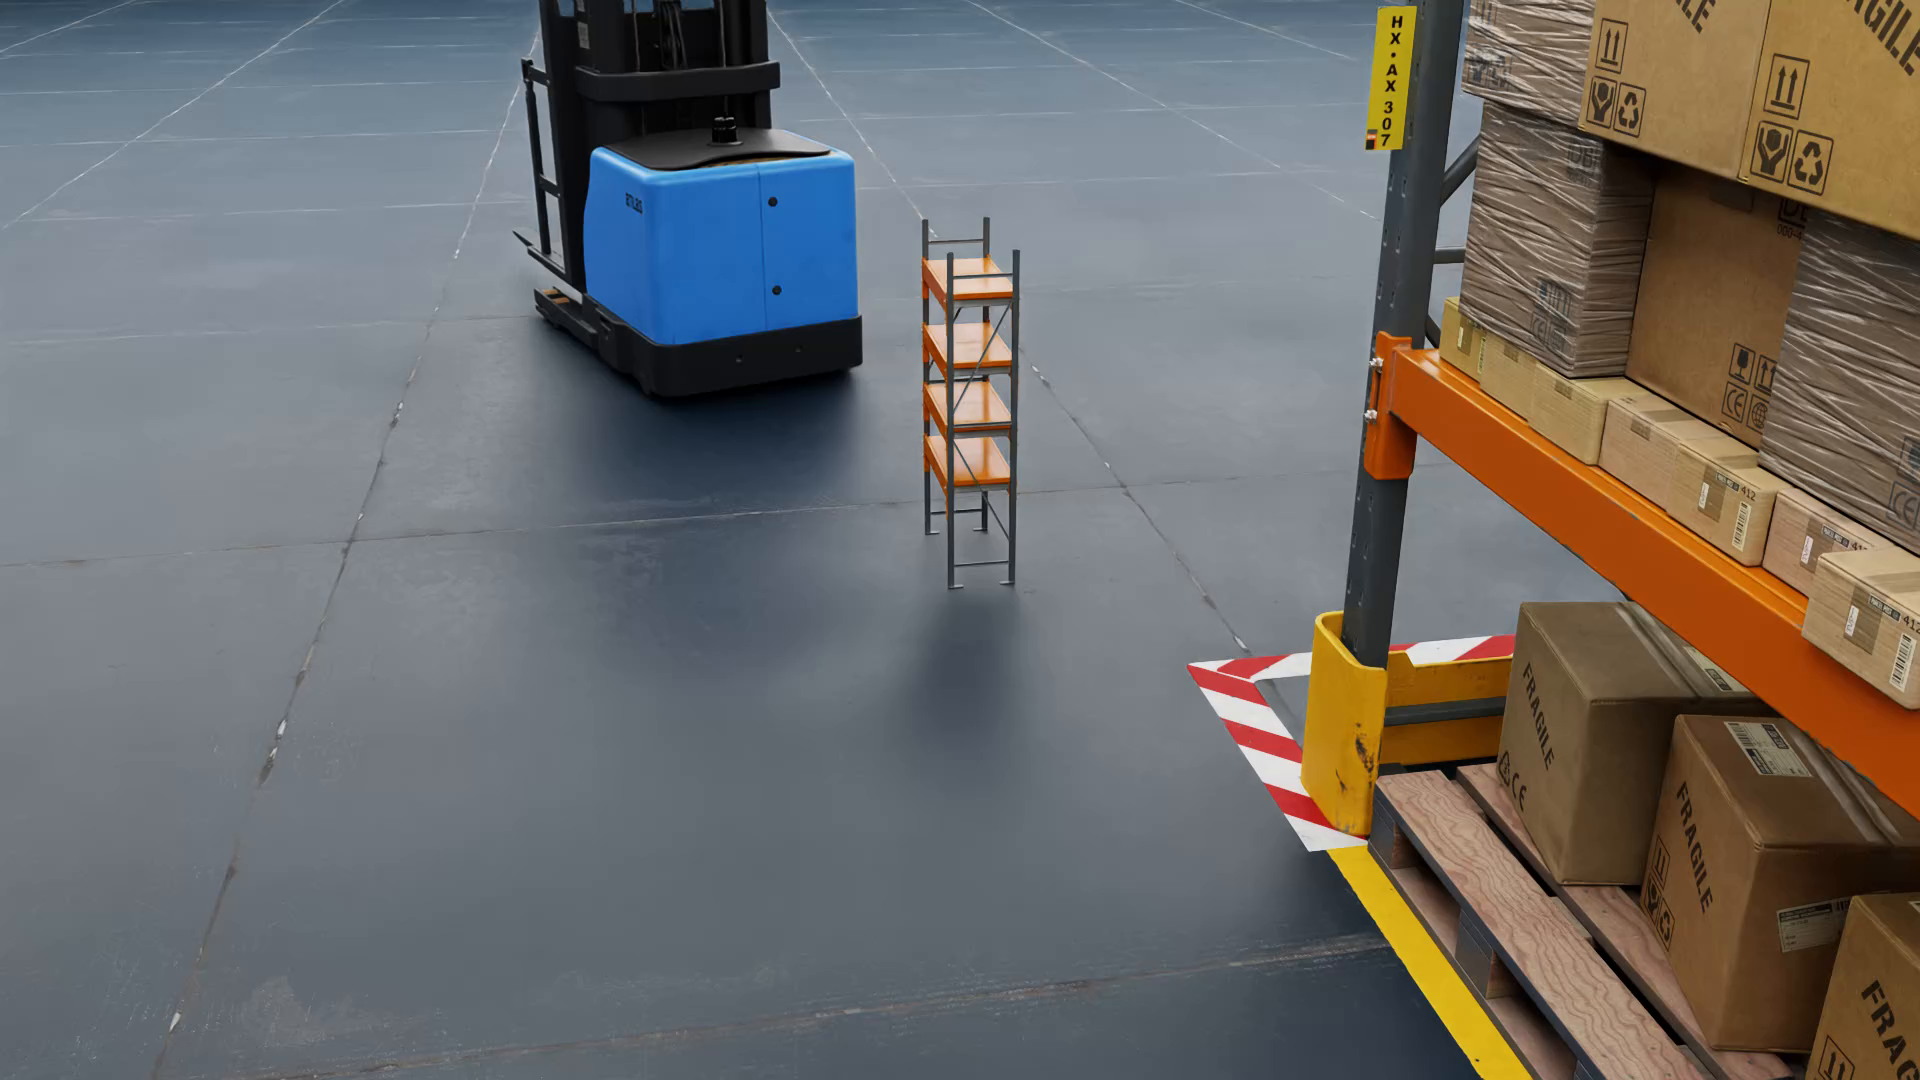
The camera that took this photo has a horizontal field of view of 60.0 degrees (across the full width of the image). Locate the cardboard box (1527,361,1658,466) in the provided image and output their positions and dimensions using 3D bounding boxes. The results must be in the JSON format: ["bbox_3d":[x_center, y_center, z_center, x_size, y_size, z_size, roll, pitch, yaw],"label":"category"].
[{"bbox_3d":[1.420,-0.276,3.449,0.380,0.149,0.250,-4,24,-10],"label":"cardboard box"}]

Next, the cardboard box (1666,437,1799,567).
[{"bbox_3d":[1.526,-0.081,3.001,0.380,0.149,0.250,-4,24,-10],"label":"cardboard box"}]

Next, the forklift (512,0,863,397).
[{"bbox_3d":[-1.636,-2.542,8.409,1.130,2.935,3.031,-13,27,-27],"label":"forklift"}]

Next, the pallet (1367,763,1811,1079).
[{"bbox_3d":[1.672,0.909,3.904,1.003,0.211,1.213,-4,24,-10],"label":"pallet"}]

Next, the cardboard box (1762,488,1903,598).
[{"bbox_3d":[1.599,0.016,2.780,0.380,0.149,0.250,-4,24,-10],"label":"cardboard box"}]

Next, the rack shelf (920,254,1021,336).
[{"bbox_3d":[0.031,-0.845,5.704,0.258,0.148,0.480,-4,24,-10],"label":"rack shelf"}]

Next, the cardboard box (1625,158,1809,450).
[{"bbox_3d":[1.827,-0.496,3.142,0.875,0.500,0.500,-4,24,-10],"label":"cardboard box"}]

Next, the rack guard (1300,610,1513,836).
[{"bbox_3d":[1.556,0.455,4.584,1.175,0.500,0.348,-4,24,-10],"label":"rack guard"}]

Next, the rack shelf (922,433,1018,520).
[{"bbox_3d":[0.031,-0.241,5.967,0.258,0.148,0.480,-4,24,-10],"label":"rack shelf"}]

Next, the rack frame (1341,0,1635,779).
[{"bbox_3d":[1.542,-0.720,4.152,1.000,3.000,0.127,-4,24,-10],"label":"rack frame"}]

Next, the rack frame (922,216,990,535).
[{"bbox_3d":[-0.014,-0.581,6.081,0.240,1.200,0.015,-4,24,-10],"label":"rack frame"}]

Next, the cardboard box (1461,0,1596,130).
[{"bbox_3d":[1.376,-1.124,3.331,0.500,0.500,0.500,-4,24,-10],"label":"cardboard box"}]

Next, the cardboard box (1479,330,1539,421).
[{"bbox_3d":[1.388,-0.376,3.677,0.380,0.149,0.250,-4,24,-10],"label":"cardboard box"}]

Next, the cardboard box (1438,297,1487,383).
[{"bbox_3d":[1.361,-0.476,3.905,0.380,0.149,0.250,-4,24,-10],"label":"cardboard box"}]

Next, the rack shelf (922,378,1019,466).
[{"bbox_3d":[0.031,-0.423,5.888,0.258,0.148,0.480,-4,24,-10],"label":"rack shelf"}]

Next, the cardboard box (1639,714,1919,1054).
[{"bbox_3d":[1.786,0.712,3.470,0.500,0.500,0.500,2,24,4],"label":"cardboard box"}]

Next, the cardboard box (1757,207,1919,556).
[{"bbox_3d":[1.878,-0.297,2.685,0.875,0.500,0.500,-4,24,-10],"label":"cardboard box"}]

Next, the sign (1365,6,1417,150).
[{"bbox_3d":[1.009,-1.077,3.886,0.100,0.325,0.005,-4,24,-10],"label":"sign"}]

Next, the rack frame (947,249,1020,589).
[{"bbox_3d":[0.076,-0.389,5.641,0.240,1.200,0.015,-4,24,-10],"label":"rack frame"}]

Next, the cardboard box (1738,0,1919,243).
[{"bbox_3d":[1.556,-0.731,2.429,0.500,0.500,0.500,-4,24,-10],"label":"cardboard box"}]

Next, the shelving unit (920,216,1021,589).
[{"bbox_3d":[0.031,-0.485,5.861,0.258,1.200,0.503,-4,24,-10],"label":"shelving unit"}]

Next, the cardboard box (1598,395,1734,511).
[{"bbox_3d":[1.486,-0.180,3.227,0.380,0.149,0.250,-4,24,-10],"label":"cardboard box"}]

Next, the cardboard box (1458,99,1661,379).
[{"bbox_3d":[1.617,-0.684,3.572,0.875,0.500,0.500,-4,24,-10],"label":"cardboard box"}]

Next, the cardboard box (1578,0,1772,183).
[{"bbox_3d":[1.462,-0.927,2.879,0.500,0.500,0.500,-4,24,-10],"label":"cardboard box"}]

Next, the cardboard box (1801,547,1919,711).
[{"bbox_3d":[1.543,0.122,2.538,0.380,0.149,0.250,-4,24,-10],"label":"cardboard box"}]

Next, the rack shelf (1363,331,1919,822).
[{"bbox_3d":[1.912,0.396,2.495,1.077,0.370,4.000,-4,24,-10],"label":"rack shelf"}]

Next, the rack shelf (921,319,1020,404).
[{"bbox_3d":[0.031,-0.628,5.798,0.258,0.148,0.480,-4,24,-10],"label":"rack shelf"}]

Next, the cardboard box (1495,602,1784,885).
[{"bbox_3d":[1.641,0.479,4.003,0.500,0.500,0.500,0,24,0],"label":"cardboard box"}]

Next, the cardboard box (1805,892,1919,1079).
[{"bbox_3d":[1.883,0.960,2.903,0.500,0.500,0.500,-2,24,-5],"label":"cardboard box"}]
